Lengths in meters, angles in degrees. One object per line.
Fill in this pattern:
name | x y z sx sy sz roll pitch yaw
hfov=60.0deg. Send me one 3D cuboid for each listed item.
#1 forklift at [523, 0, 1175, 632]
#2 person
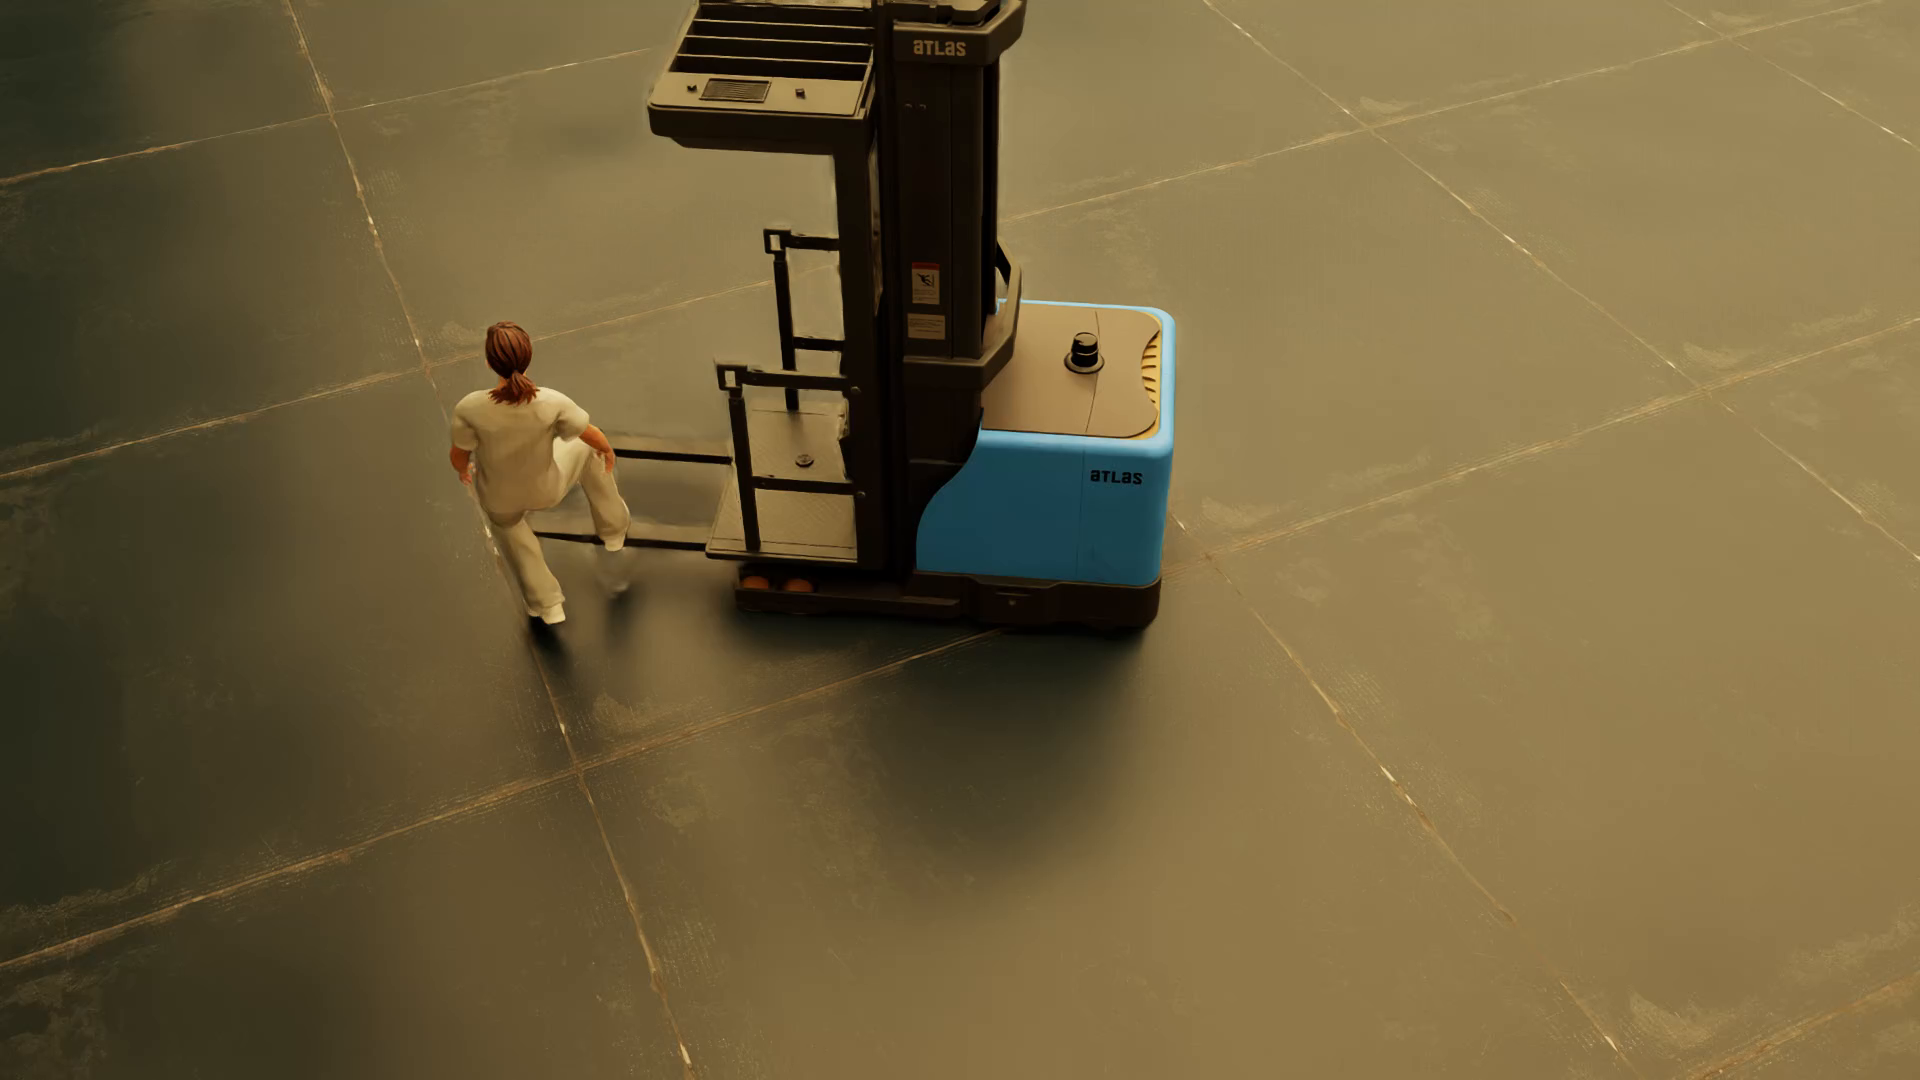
forklift | -0.588 -1.091 6.849 3.031 2.935 1.130 4 43 4
person | -1.775 -0.332 6.979 0.654 1.549 0.620 -9 44 -10
